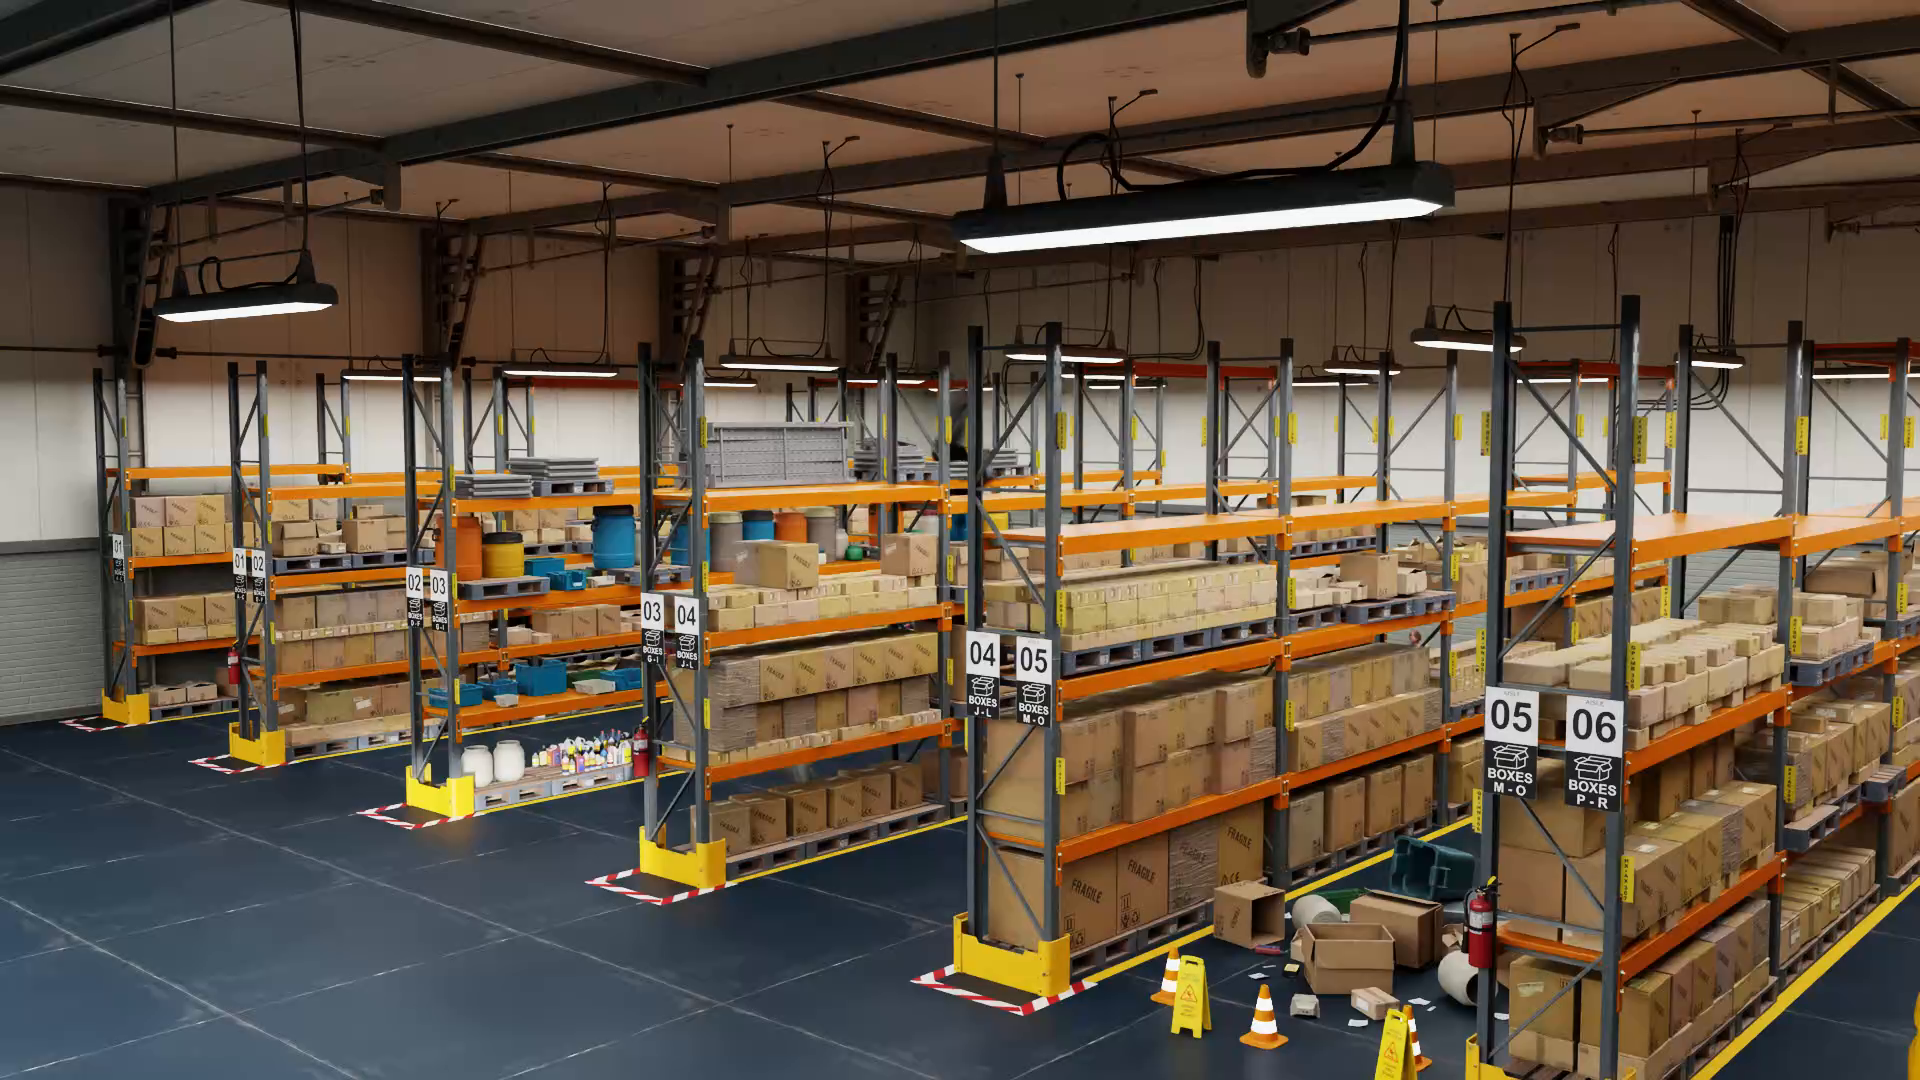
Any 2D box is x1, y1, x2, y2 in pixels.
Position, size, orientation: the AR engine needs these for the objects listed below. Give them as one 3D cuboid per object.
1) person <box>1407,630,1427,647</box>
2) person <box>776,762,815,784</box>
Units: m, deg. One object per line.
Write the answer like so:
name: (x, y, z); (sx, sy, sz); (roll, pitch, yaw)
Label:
person: (7.808, 2.317, 28.465); (0.533, 1.536, 0.563); (3, 5, 33)
person: (-2.162, 2.650, 22.218); (0.655, 1.746, 0.676); (3, 5, 39)
